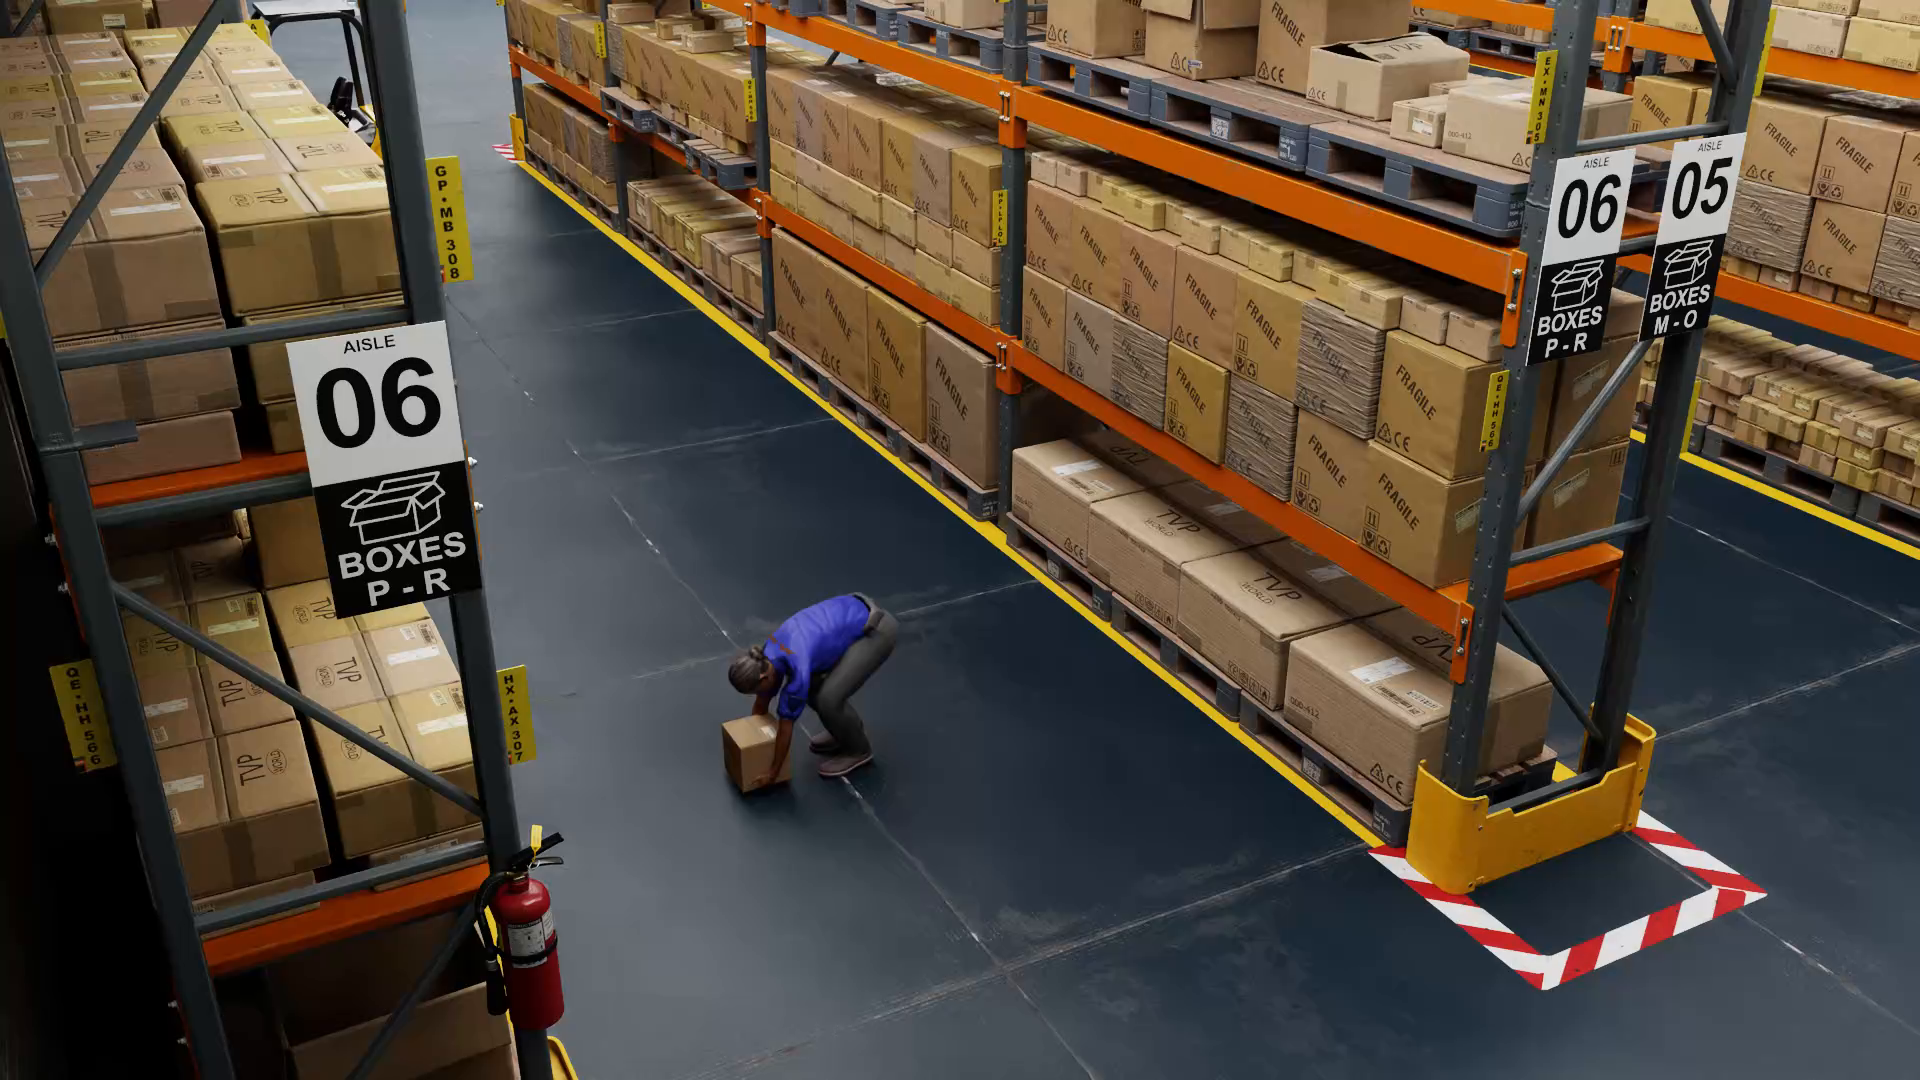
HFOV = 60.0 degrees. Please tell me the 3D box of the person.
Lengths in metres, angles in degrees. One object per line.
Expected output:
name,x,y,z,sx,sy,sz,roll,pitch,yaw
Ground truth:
person,-0.706,0.725,8.044,0.866,0.851,0.453,-14,29,-27
